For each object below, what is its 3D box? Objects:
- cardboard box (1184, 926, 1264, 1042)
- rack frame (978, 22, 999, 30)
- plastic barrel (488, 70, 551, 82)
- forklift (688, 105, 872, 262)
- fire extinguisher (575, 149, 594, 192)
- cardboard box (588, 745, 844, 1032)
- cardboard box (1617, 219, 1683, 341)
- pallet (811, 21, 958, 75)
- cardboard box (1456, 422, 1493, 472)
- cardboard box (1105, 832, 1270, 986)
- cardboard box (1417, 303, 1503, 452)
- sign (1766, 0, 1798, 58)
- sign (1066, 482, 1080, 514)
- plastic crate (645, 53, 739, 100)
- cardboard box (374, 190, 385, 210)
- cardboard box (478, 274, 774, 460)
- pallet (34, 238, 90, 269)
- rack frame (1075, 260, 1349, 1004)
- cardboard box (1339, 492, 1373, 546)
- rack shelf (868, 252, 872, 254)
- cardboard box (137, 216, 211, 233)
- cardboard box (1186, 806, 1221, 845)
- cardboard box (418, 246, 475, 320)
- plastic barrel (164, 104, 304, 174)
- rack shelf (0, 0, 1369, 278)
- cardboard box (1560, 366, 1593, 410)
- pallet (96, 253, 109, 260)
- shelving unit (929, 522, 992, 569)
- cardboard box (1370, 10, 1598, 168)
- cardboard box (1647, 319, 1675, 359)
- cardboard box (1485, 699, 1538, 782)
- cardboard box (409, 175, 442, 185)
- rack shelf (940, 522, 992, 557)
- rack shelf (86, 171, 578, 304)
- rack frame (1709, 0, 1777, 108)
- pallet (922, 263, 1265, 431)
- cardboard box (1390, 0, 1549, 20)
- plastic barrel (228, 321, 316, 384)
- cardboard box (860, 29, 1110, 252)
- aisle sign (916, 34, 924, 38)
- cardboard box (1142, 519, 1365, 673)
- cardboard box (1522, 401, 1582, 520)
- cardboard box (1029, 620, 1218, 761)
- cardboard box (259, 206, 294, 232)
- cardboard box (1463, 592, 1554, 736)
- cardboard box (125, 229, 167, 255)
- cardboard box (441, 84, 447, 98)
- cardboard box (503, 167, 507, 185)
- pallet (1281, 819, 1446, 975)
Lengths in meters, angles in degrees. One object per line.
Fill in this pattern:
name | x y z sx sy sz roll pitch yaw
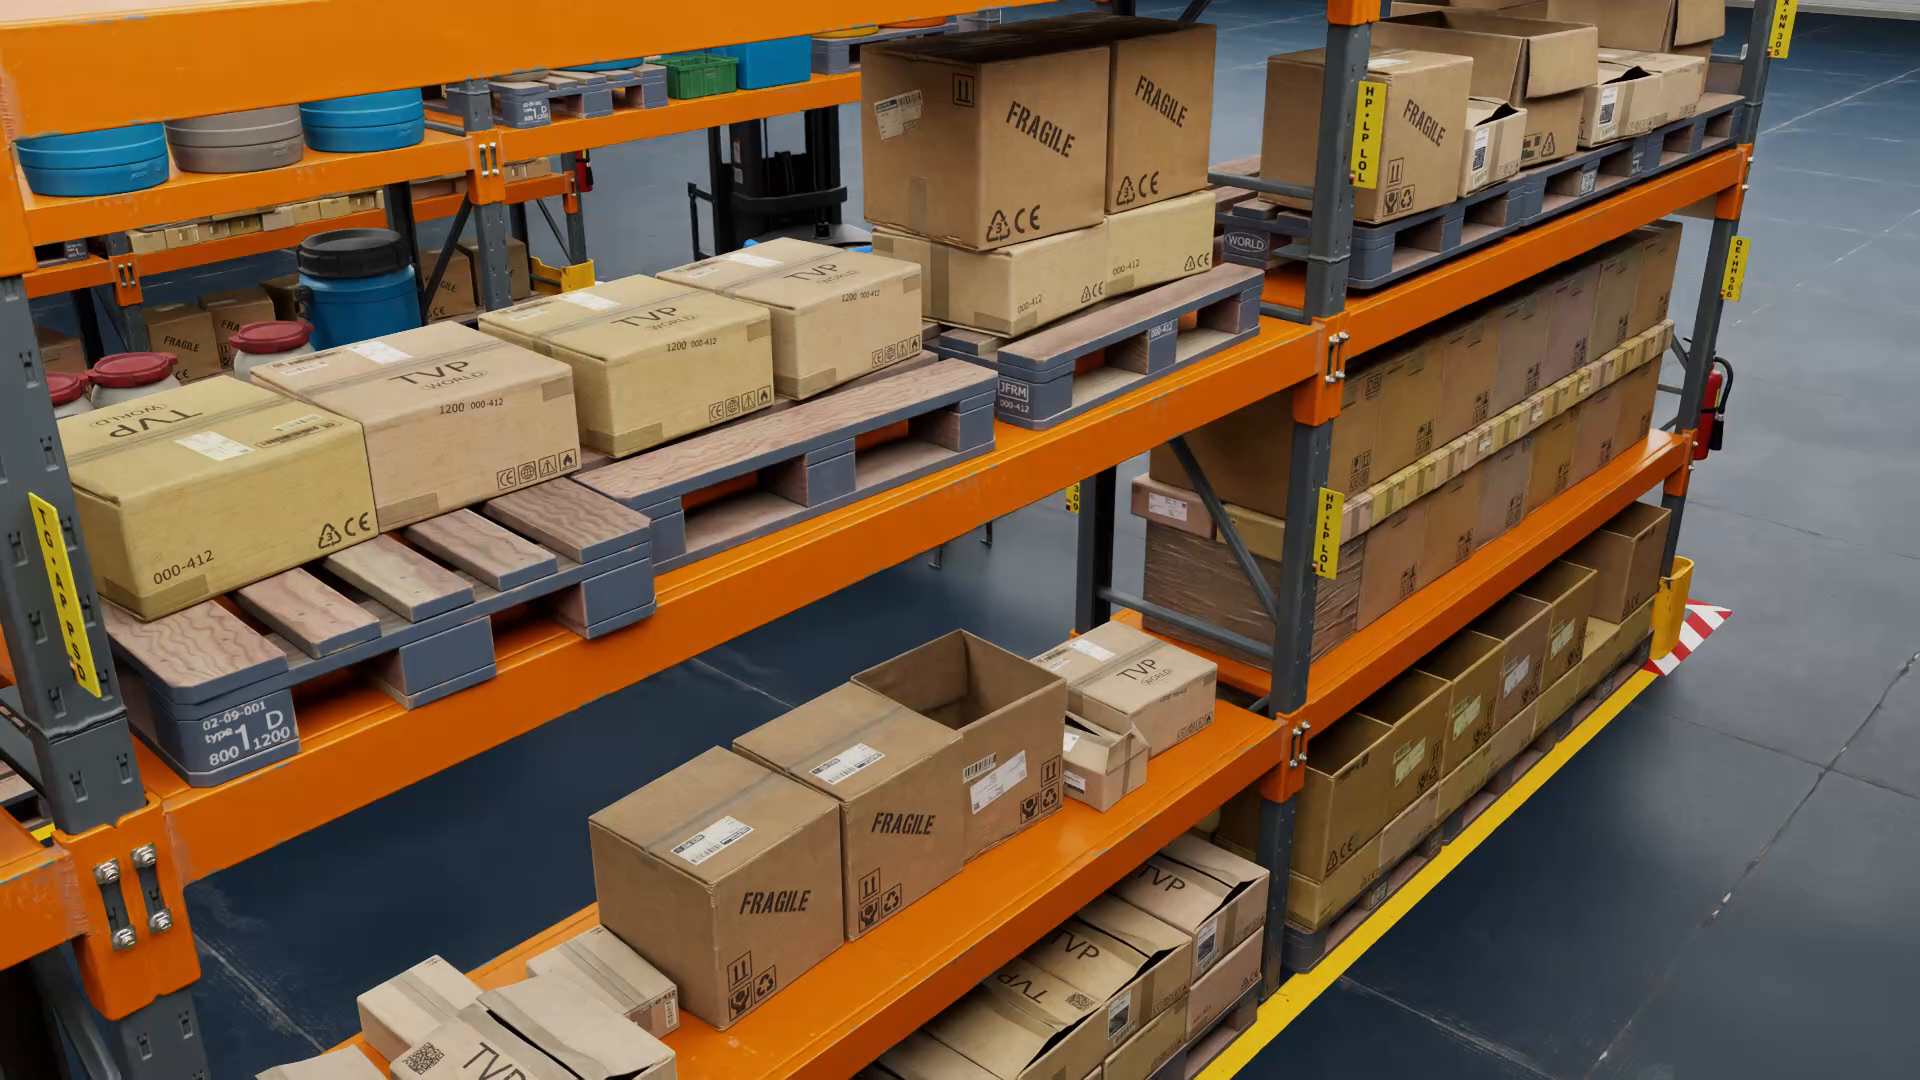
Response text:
cardboard box | 0.812 1.594 6.377 0.500 0.250 0.500 20 31 37
rack frame | -0.144 -2.247 12.096 1.000 3.000 0.127 20 31 38
plastic barrel | -2.380 -2.717 8.828 0.421 0.512 0.421 0 24 0
forklift | -1.737 -3.174 14.246 1.130 2.935 3.031 -15 28 -30
fire extinguisher | -3.413 -3.473 14.925 0.296 0.674 0.183 20 31 38
cardboard box | -0.689 0.983 4.770 0.500 0.500 0.500 18 30 35
cardboard box | 3.186 -1.376 8.445 0.700 0.500 0.500 20 31 38
pallet | -0.769 -3.304 11.018 1.003 0.211 1.213 20 31 38
cardboard box | 2.053 -0.439 7.148 0.380 0.149 0.250 19 30 36
cardboard box | 0.816 1.334 6.270 0.500 0.311 0.500 20 31 38
cardboard box | 1.835 -0.756 7.062 0.700 0.500 0.500 20 31 37
sign | 3.937 -2.478 7.958 0.100 0.325 0.005 20 31 38
sign | 0.458 -0.257 6.502 0.100 0.325 0.005 20 31 38
plastic crate | -1.558 -2.707 9.714 0.336 0.188 0.450 20 31 38
cardboard box | -4.792 -2.856 13.761 0.380 0.149 0.250 20 31 38
cardboard box | -0.809 -0.437 4.063 0.500 0.250 0.500 19 31 37
pallet | -7.120 -2.100 12.002 1.003 0.211 1.213 20 31 38
rack frame | 0.873 0.325 6.358 1.000 3.000 0.127 20 31 38
cardboard box | 1.364 -0.122 6.441 0.380 0.149 0.250 21 31 38
rack shelf | -1.479 -1.310 10.884 1.077 0.370 4.000 20 31 38
cardboard box | -6.156 -2.682 12.581 0.875 0.500 0.500 20 31 38
cardboard box | 1.019 1.187 7.283 0.500 0.250 0.500 20 31 38
cardboard box | -4.635 -2.273 14.696 0.500 0.500 0.500 -15 28 -30
plastic barrel | -3.428 -2.212 7.739 0.600 0.901 0.600 0 24 0
rack shelf | -0.462 -1.292 4.001 1.077 0.370 4.000 20 31 38
cardboard box | 2.740 -0.752 7.847 0.380 0.149 0.250 21 32 39
pallet | -8.748 -3.077 17.356 1.003 0.211 1.213 20 31 38
shelving unit | -0.110 -0.908 10.208 0.431 2.100 0.503 20 31 38
cardboard box | 2.066 -1.813 6.651 0.637 0.503 0.797 -20 31 -37
cardboard box | 3.429 -1.067 8.548 0.380 0.149 0.250 20 31 37
cardboard box | 2.412 0.874 7.982 0.500 0.250 0.500 20 31 38
cardboard box | -4.830 -3.295 13.947 0.875 0.500 0.500 20 31 38
rack shelf | -0.110 -0.256 10.500 0.431 0.518 0.480 20 31 38
rack shelf | -5.167 -2.662 13.900 1.077 0.370 4.000 20 31 38
rack frame | 3.542 -3.631 7.849 1.000 3.000 0.127 20 31 38
pallet | 0.294 -0.684 5.177 0.805 0.209 1.217 19 30 36
cardboard box | 2.230 -2.132 7.366 0.500 0.500 0.500 20 31 38
plastic barrel | -3.615 -0.859 8.833 0.433 0.535 0.433 0 24 0
cardboard box | 0.069 -1.152 4.740 0.500 0.500 0.500 -21 31 -38
aisle sign | -0.314 -3.535 11.791 0.394 0.787 0.004 20 31 38
cardboard box | 1.164 0.143 6.643 0.700 0.500 0.500 19 30 36
cardboard box | 2.539 -0.489 8.053 0.700 0.500 0.500 20 31 38
cardboard box | 0.577 0.556 6.028 0.500 0.250 0.500 -22 32 -40
cardboard box | -5.455 -2.550 13.077 0.380 0.149 0.250 20 31 38
cardboard box | 2.415 0.533 7.827 0.500 0.500 0.500 20 31 38
cardboard box | -6.135 -2.250 12.408 0.380 0.149 0.250 20 31 38
cardboard box | -4.345 -3.848 13.959 0.500 0.500 0.500 20 31 38
cardboard box | -4.165 -3.176 14.473 0.380 0.149 0.250 20 31 38
pallet | 1.435 1.367 7.444 1.003 0.211 1.213 20 31 38
